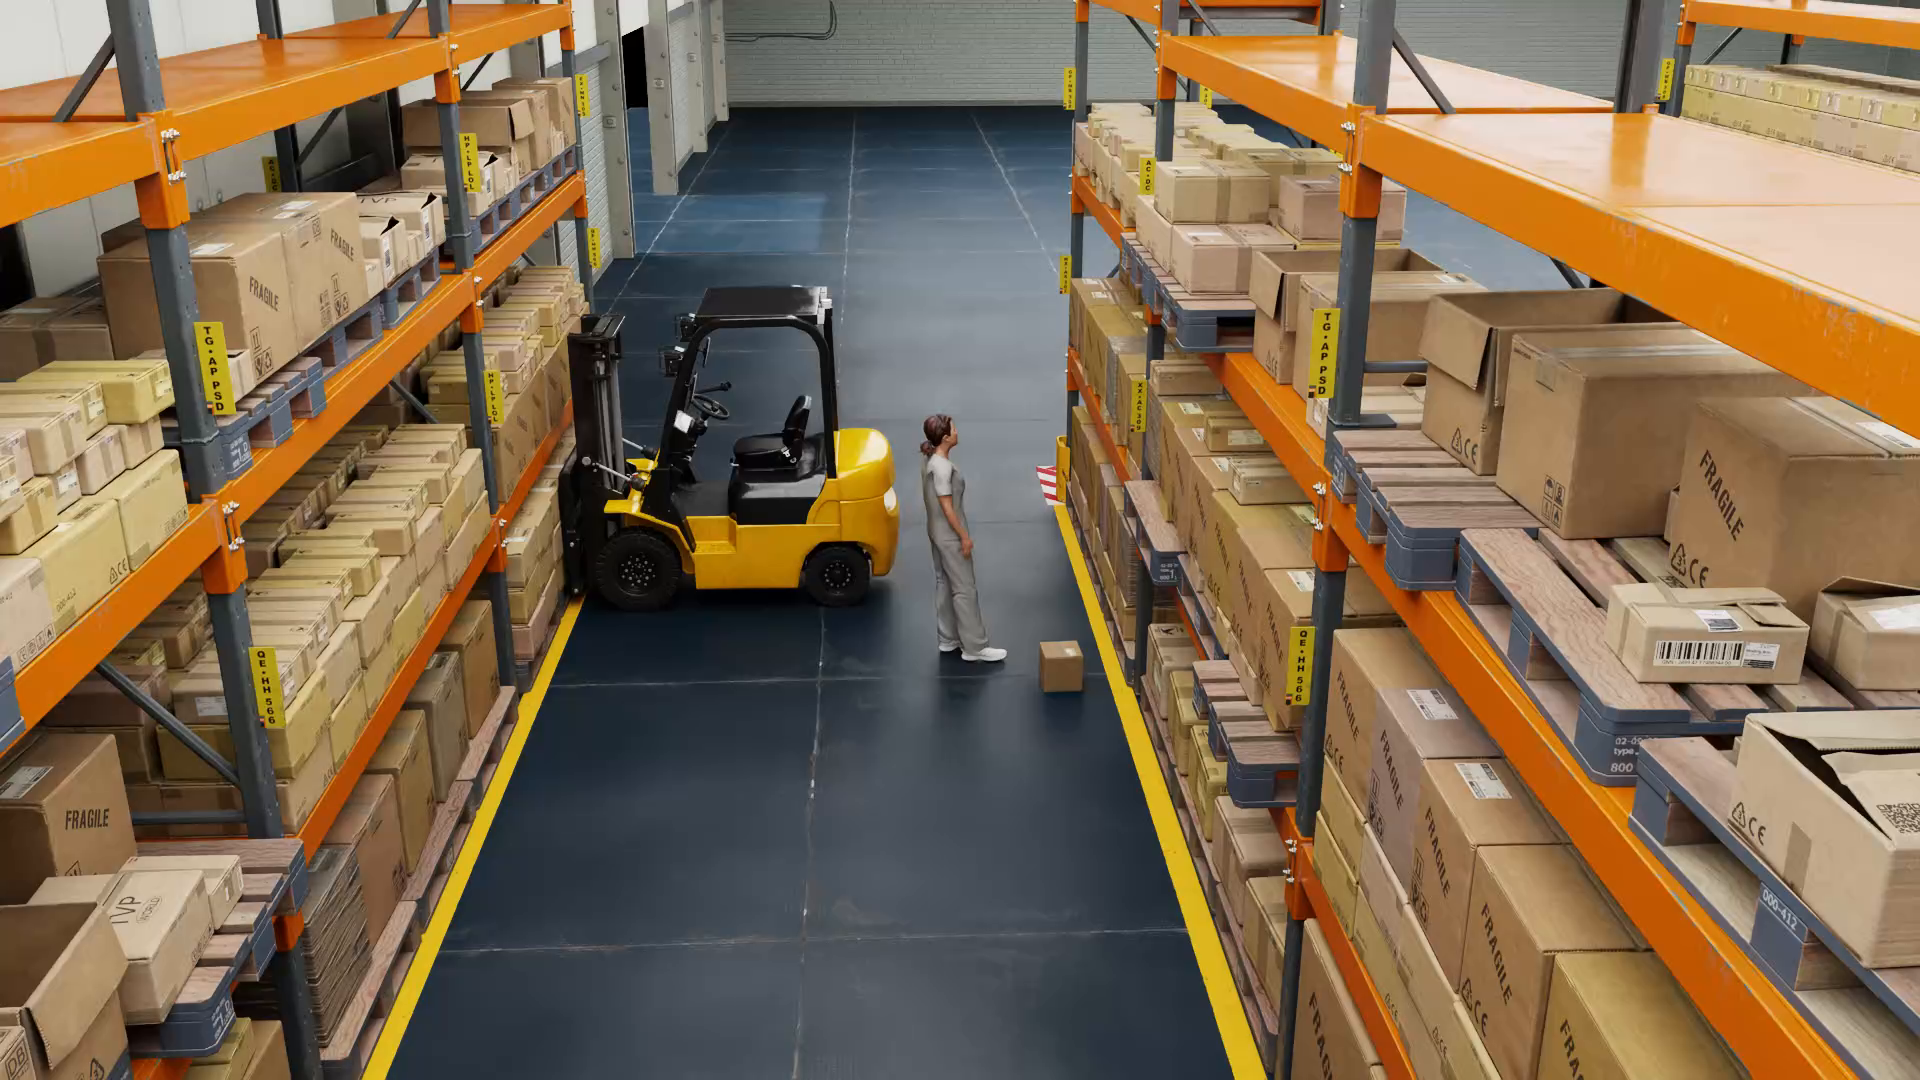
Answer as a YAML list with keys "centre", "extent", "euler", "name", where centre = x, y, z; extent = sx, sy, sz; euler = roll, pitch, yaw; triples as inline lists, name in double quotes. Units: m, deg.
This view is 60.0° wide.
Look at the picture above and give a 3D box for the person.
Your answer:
- centre: [-0.005, -0.036, 11.149]
  extent: [0.548, 1.674, 0.549]
  euler: [-5, 21, -14]
  name: "person"
